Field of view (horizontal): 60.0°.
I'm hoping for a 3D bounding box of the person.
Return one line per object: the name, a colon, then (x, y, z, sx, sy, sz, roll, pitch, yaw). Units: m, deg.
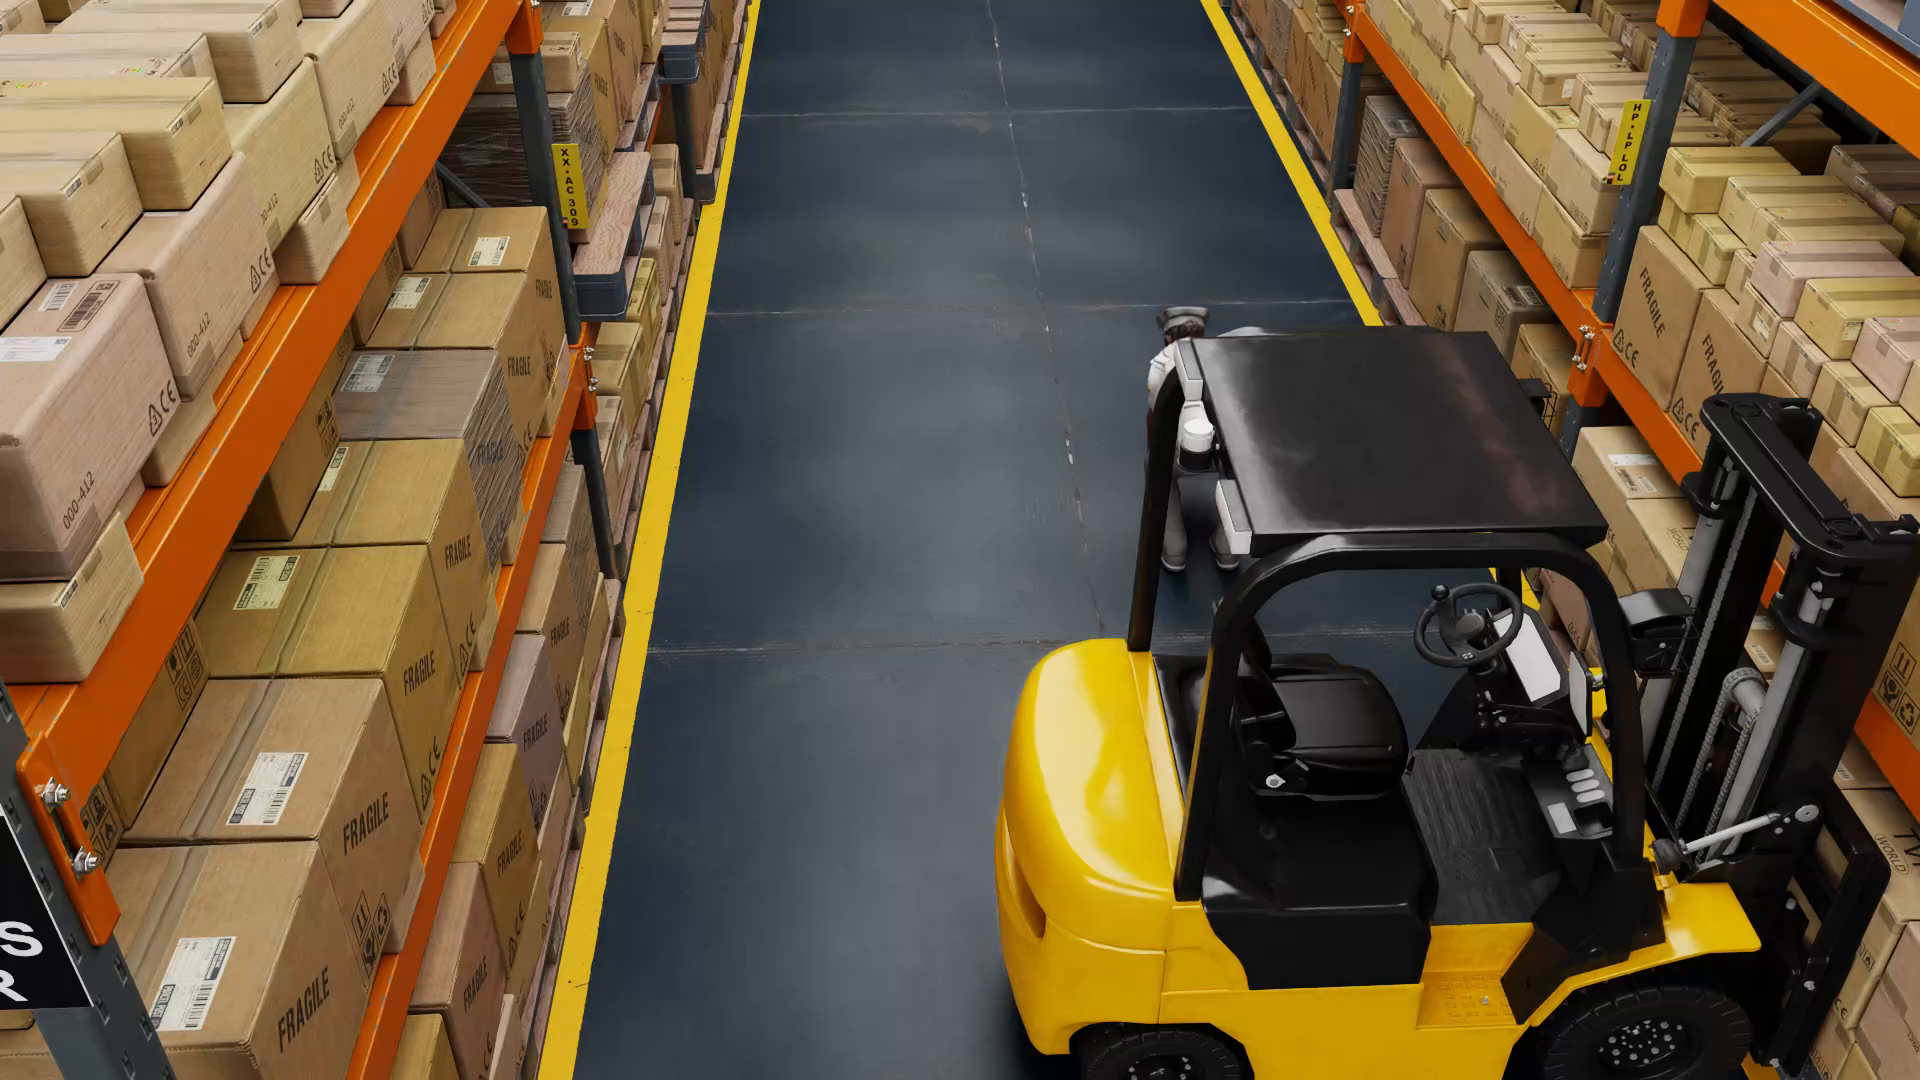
person: (1.045, -0.442, 7.339, 0.469, 1.003, 0.932, -3, 36, -4)
